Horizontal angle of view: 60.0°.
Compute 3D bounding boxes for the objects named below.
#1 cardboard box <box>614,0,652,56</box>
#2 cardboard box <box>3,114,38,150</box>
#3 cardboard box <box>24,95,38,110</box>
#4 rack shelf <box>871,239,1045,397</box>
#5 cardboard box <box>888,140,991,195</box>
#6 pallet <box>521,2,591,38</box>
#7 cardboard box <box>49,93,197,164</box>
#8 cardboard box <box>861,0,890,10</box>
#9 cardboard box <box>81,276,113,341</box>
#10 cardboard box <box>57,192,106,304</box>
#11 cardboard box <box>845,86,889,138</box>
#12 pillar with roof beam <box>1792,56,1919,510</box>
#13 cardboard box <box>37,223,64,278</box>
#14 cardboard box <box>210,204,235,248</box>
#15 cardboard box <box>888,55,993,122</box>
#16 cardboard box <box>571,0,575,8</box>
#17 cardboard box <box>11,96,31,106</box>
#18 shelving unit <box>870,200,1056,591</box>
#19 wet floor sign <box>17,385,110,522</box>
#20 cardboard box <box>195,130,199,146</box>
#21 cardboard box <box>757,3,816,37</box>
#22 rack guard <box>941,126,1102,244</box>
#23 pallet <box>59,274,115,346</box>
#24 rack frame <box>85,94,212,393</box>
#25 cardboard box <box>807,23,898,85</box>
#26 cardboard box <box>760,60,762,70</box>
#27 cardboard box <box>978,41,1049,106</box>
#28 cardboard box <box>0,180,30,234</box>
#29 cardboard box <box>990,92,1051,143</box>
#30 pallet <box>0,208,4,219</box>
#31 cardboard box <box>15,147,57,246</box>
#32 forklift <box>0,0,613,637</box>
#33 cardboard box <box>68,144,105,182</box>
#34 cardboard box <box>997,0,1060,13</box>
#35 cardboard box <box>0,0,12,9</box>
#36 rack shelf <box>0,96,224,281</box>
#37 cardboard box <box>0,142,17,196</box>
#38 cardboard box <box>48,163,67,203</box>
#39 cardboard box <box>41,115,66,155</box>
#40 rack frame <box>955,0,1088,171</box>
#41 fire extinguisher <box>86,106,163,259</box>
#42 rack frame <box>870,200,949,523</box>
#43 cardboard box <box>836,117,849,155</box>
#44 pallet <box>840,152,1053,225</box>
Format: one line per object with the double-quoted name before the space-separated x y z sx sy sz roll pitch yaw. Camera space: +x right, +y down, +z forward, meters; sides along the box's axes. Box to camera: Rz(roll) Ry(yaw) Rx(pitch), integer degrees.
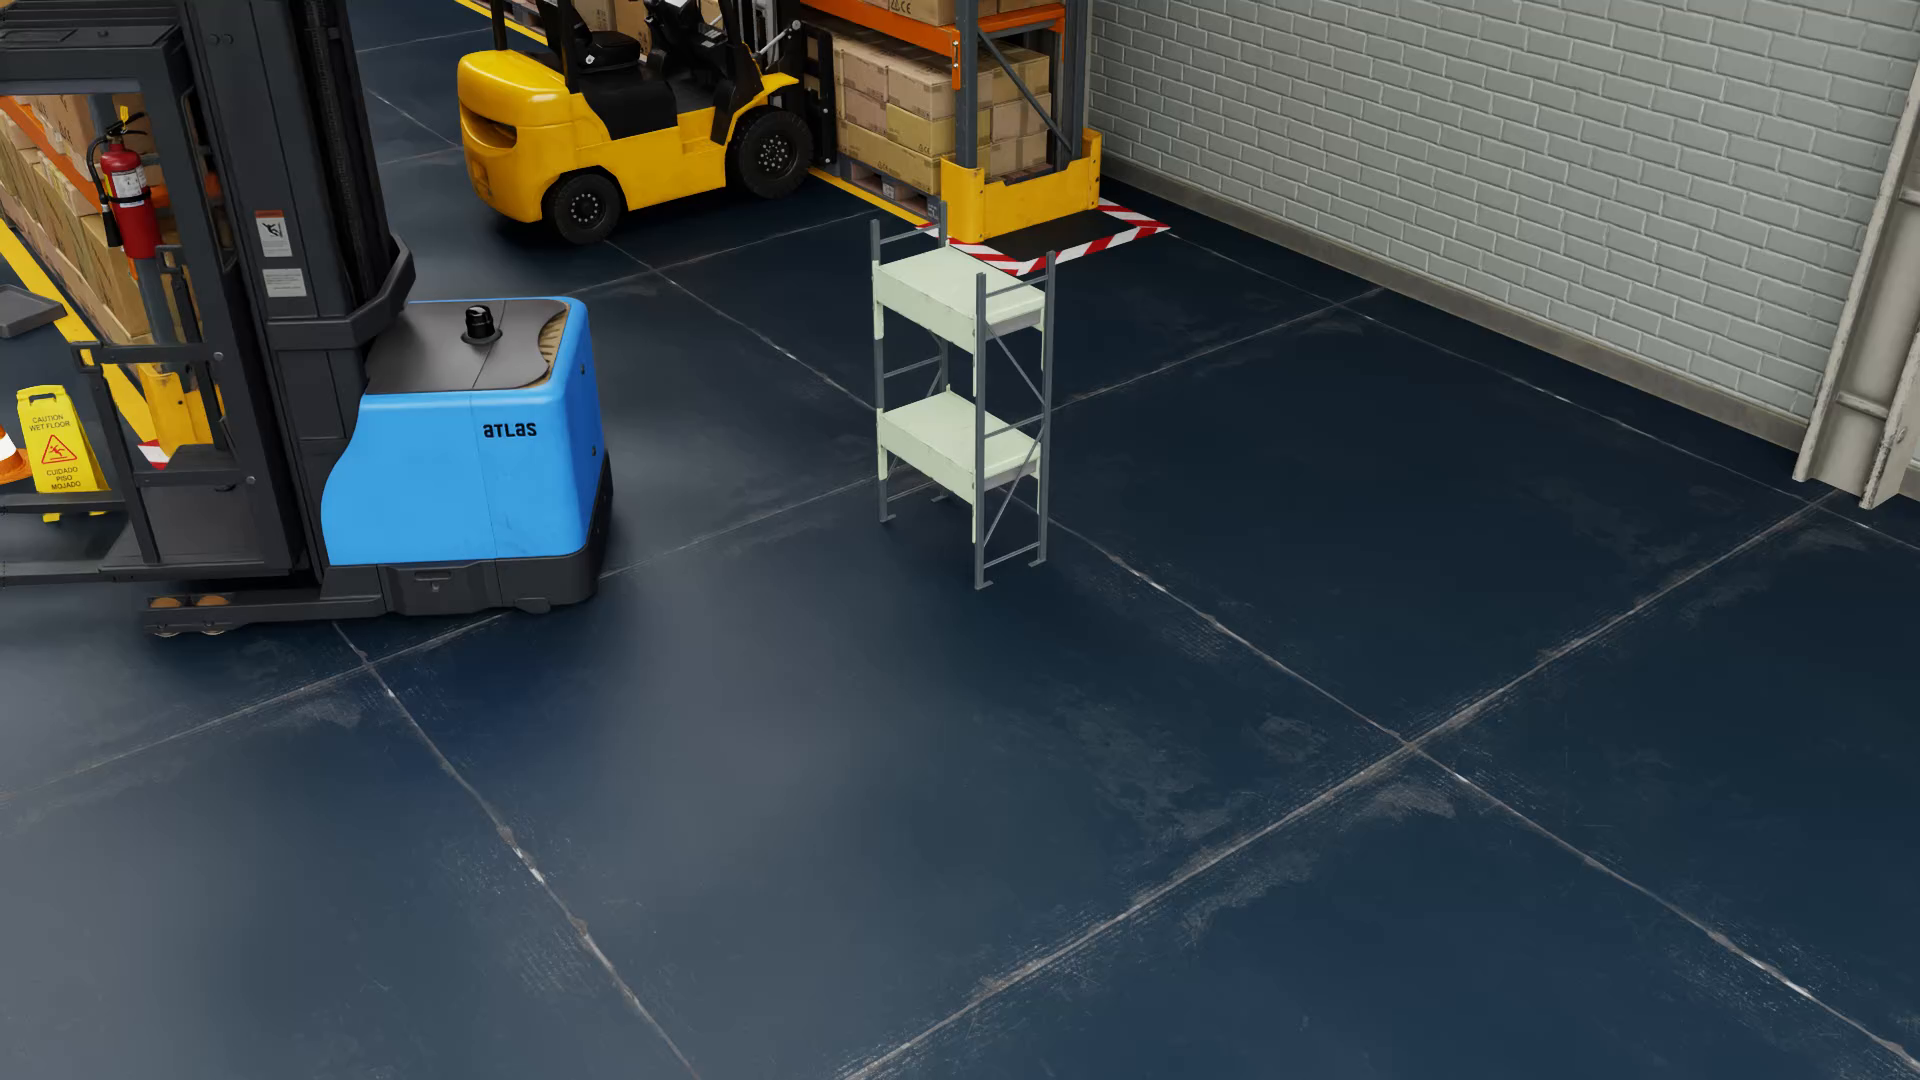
"cardboard box" -2.382 -4.518 14.035 0.875 0.625 0.625 -20 37 -29
"cardboard box" -5.310 -2.402 9.658 0.380 0.149 0.250 -20 37 -29
"cardboard box" -4.677 -2.586 8.694 0.500 0.500 0.500 -22 38 -32
"rack shelf" 0.004 -0.966 7.144 0.431 0.370 0.720 -22 38 -31
"cardboard box" -0.138 -2.572 11.256 0.500 0.250 0.500 -22 38 -31
"pallet" -3.288 -4.754 15.204 1.003 0.211 1.213 -22 38 -31
"cardboard box" -4.070 -2.166 8.018 0.500 0.500 0.500 -23 39 -32
"cardboard box" -0.421 -3.850 11.011 0.500 0.500 0.500 -21 38 -30
"cardboard box" -4.539 -1.339 9.271 0.500 0.250 0.500 -22 38 -31
"cardboard box" -4.539 -1.655 9.070 0.500 0.500 0.500 -21 37 -30
"cardboard box" -0.445 -3.005 11.479 0.500 0.250 0.500 -23 38 -32
"pillar with roof beam" 0.963 -2.705 3.576 9.100 9.000 0.400 -22 38 -31
"cardboard box" -5.160 -1.766 9.958 0.500 0.250 0.500 -23 38 -32
"cardboard box" -3.810 -1.625 9.020 0.500 0.500 0.500 -24 39 -33
"cardboard box" -0.129 -2.994 10.988 0.500 0.250 0.500 -21 37 -30
"cardboard box" -3.315 -5.157 15.063 0.875 0.625 0.625 -24 39 -33
"cardboard box" -5.079 -2.554 9.257 0.380 0.149 0.250 -22 38 -32
"shelving unit" 0.004 -0.634 7.350 0.431 1.500 0.755 -22 38 -31
"wet floor sign" -4.248 -0.435 7.839 0.267 0.644 0.232 -10 33 -15
"cardboard box" -3.730 -2.063 8.467 0.380 0.149 0.250 -22 38 -31
"cardboard box" -1.385 -3.847 12.361 0.500 0.250 0.500 -21 37 -30
"rack guard" 0.414 -2.396 11.134 1.175 0.500 0.348 -22 38 -31
"pallet" -4.780 -1.566 10.071 1.003 0.211 1.213 -22 38 -31
"rack frame" -3.519 -1.860 7.903 1.000 3.000 0.127 -22 38 -31
"cardboard box" -0.764 -3.412 11.661 0.500 0.250 0.500 -22 38 -31
"cardboard box" -1.391 -3.634 12.492 0.500 0.250 0.500 -23 38 -32
"cardboard box" 0.254 -3.165 11.263 0.500 0.250 0.500 -23 39 -32
"cardboard box" -5.823 -2.205 10.665 0.500 0.250 0.500 -24 39 -33
"cardboard box" 0.275 -2.954 11.397 0.500 0.250 0.500 -21 38 -31
"pallet" -6.451 -2.667 11.844 1.003 0.211 1.213 -22 38 -31
"cardboard box" -5.169 -2.087 9.765 0.500 0.500 0.500 -20 37 -29
"forklift" -3.139 -1.123 6.781 3.031 2.935 1.130 -2 32 -4
"cardboard box" -4.160 -1.910 8.221 0.380 0.149 0.250 -23 38 -32
"cardboard box" 0.315 -3.807 10.941 0.500 0.500 0.500 -21 37 -30
"cardboard box" -4.309 -2.810 8.106 0.700 0.500 0.500 -22 38 -31
"rack shelf" -4.746 -2.388 9.434 1.077 0.370 4.000 -22 38 -31
"cardboard box" -5.823 -2.523 10.467 0.500 0.500 0.500 -20 37 -29
"cardboard box" -4.646 -1.952 8.932 0.380 0.149 0.250 -22 38 -31
"cardboard box" -4.482 -2.121 8.561 0.380 0.149 0.250 -22 38 -31
"rack frame" 0.400 -3.468 10.491 1.000 3.000 0.127 -22 38 -31
"fire extinguisher" -3.813 -1.631 7.606 0.296 0.674 0.183 -22 38 -31
"rack frame" -0.220 -0.787 7.595 0.400 1.500 0.023 -22 38 -31
"cardboard box" -0.735 -2.994 11.935 0.500 0.250 0.500 -22 38 -31
"pallet" -0.103 -2.589 11.718 1.003 0.211 1.213 -22 38 -31
